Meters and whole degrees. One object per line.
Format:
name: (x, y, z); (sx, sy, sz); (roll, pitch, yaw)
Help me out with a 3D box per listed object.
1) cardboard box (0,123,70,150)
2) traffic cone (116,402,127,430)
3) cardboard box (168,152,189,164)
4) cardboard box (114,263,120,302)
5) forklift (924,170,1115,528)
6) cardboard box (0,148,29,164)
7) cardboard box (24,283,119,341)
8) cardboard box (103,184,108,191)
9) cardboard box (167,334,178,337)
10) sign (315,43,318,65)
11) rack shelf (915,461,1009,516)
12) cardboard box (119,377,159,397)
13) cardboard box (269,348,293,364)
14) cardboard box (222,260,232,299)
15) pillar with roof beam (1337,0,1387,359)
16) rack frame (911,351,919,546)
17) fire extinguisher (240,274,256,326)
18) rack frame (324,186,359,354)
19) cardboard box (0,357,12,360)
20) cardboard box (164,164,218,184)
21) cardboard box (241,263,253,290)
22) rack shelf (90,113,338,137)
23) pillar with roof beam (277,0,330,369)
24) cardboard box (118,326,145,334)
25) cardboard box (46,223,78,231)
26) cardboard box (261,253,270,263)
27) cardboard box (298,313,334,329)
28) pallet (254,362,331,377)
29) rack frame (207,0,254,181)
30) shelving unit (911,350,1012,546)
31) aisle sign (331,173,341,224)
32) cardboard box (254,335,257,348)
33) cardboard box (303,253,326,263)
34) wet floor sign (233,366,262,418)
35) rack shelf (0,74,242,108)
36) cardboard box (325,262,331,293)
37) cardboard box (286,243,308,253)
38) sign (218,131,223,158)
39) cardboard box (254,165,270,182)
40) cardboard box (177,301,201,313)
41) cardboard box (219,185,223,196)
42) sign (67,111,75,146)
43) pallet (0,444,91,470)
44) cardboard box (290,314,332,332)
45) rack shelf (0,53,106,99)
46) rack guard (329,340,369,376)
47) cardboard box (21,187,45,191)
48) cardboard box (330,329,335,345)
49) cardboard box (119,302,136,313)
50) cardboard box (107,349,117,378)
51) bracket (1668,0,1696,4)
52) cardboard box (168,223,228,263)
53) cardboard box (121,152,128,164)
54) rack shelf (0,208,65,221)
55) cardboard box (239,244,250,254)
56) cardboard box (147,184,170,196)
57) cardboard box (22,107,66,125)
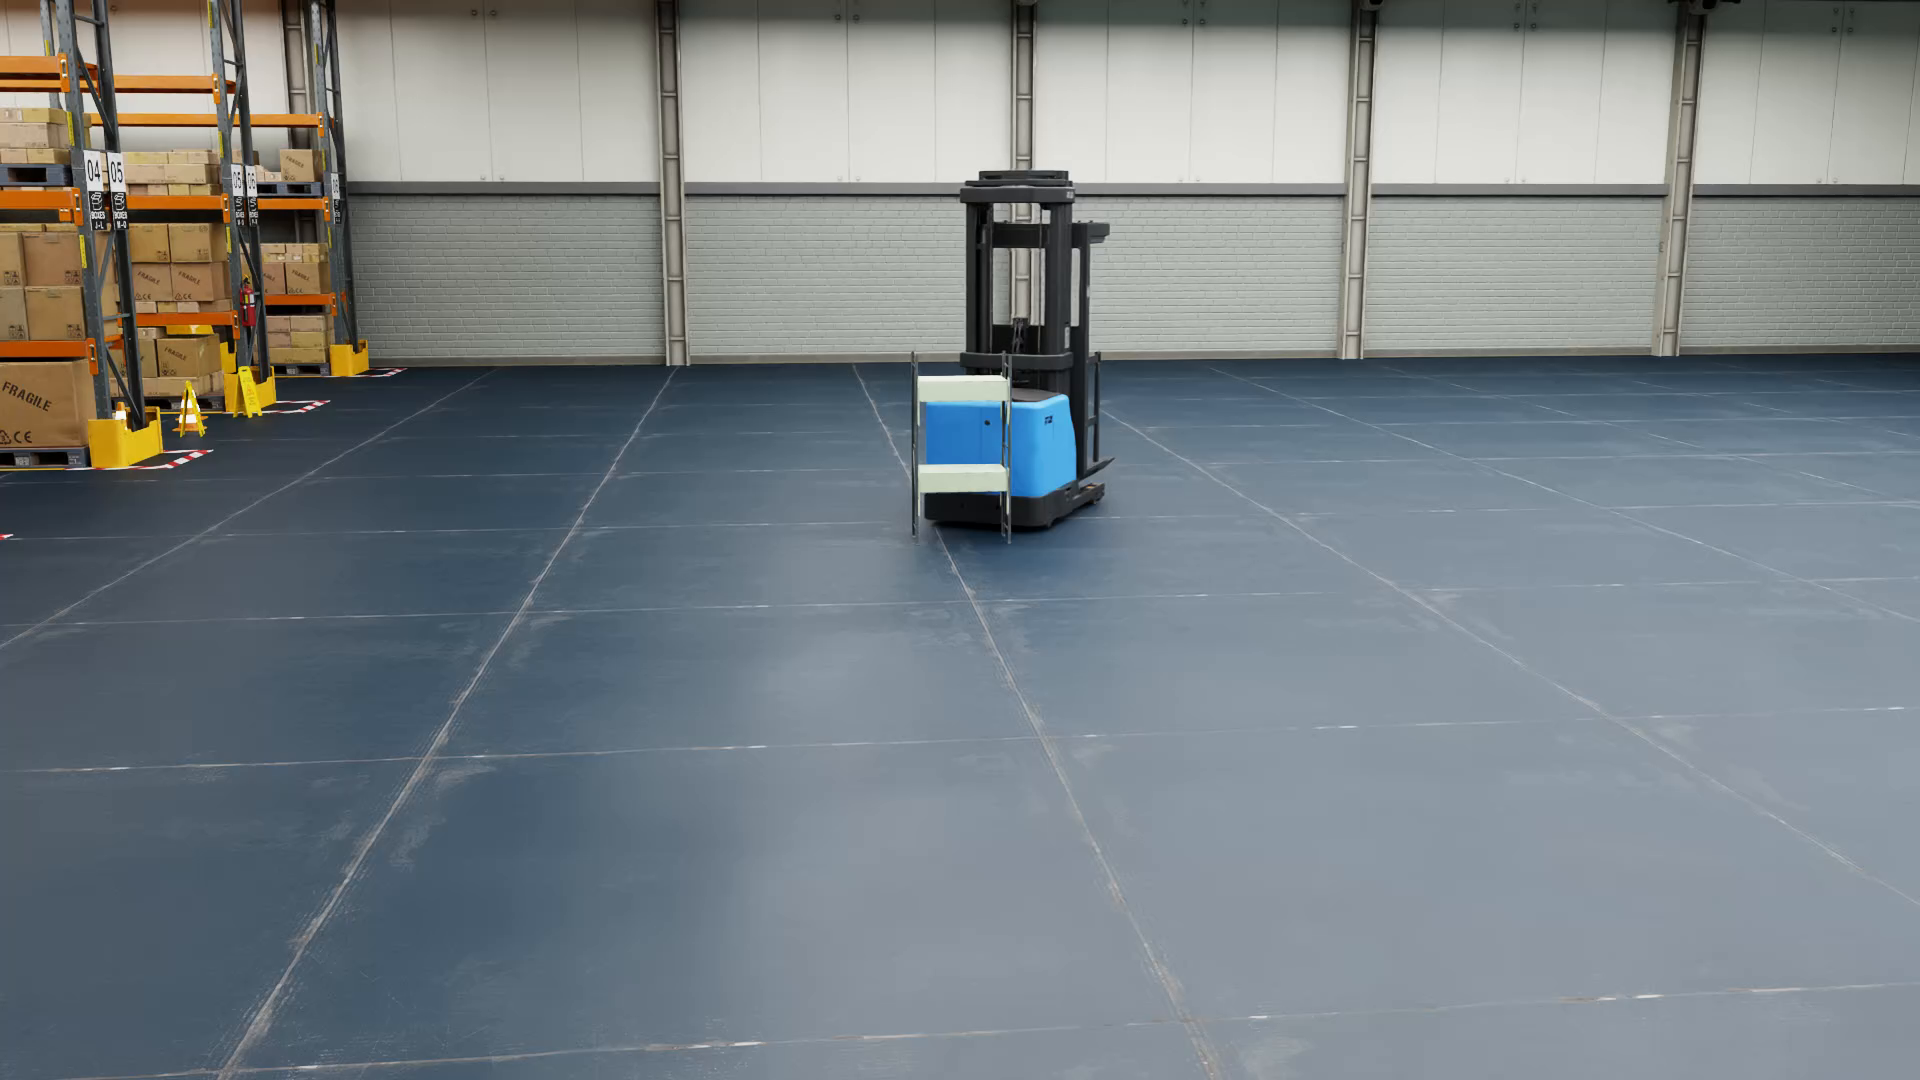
cardboard box: (-9.336, -4.061, 16.742); (0.500, 0.250, 0.500); (-1, 11, -5)
traffic cone: (-9.561, -1.342, 18.994); (0.334, 0.463, 0.336); (-1, 11, -6)
cardboard box: (-10.080, -4.951, 21.582); (0.250, 0.149, 0.380); (-1, 11, -5)
cardboard box: (-11.021, -3.384, 21.775); (0.500, 0.500, 0.500); (-1, 11, -6)
forklift: (0.682, -1.781, 14.831); (1.130, 2.935, 3.031); (4, 12, 20)
cardboard box: (-9.424, -3.852, 16.713); (0.250, 0.149, 0.380); (-1, 11, -6)
cardboard box: (-9.244, -2.382, 17.322); (0.550, 0.550, 0.875); (-1, 11, -6)
cardboard box: (-11.116, -4.539, 21.554); (0.250, 0.149, 0.380); (-2, 11, -8)
cardboard box: (-10.890, -2.521, 22.512); (0.500, 0.500, 0.500); (-2, 11, -8)
sign: (-10.010, -7.561, 25.872); (0.005, 0.325, 0.100); (-1, 11, -6)
rack shelf: (0.007, -0.416, 13.287); (0.720, 0.370, 0.431); (-1, 11, -6)
cardboard box: (-10.805, -2.052, 22.067); (0.500, 0.250, 0.500); (-1, 11, -6)
cardboard box: (-10.983, -3.002, 26.903); (0.500, 0.250, 0.500); (-1, 11, -6)
cardboard box: (-10.016, -3.511, 22.420); (0.500, 0.500, 0.500); (-1, 11, -7)
pillar with roof beam: (7.515, -6.876, 25.014); (0.548, 9.000, 9.100); (-1, 11, -6)
rack frame: (-0.357, -0.728, 13.185); (0.023, 1.500, 0.400); (-1, 11, -6)
fire extinguisher: (-9.351, -3.149, 21.808); (0.183, 0.674, 0.296); (-1, 11, -6)
rack frame: (-10.055, -4.224, 27.079); (0.127, 3.000, 1.000); (-1, 11, -6)
cardboard box: (-10.421, -1.443, 17.353); (0.875, 0.875, 0.875); (-1, 11, -7)
cardboard box: (-9.995, -4.754, 21.617); (0.500, 0.250, 0.500); (-1, 11, -7)
cardboard box: (-11.542, -4.193, 26.661); (0.500, 0.500, 0.500); (-1, 11, -7)
rack shelf: (-12.043, -6.577, 26.397); (4.000, 0.370, 1.077); (-1, 11, -6)
pillar with roof beam: (-10.379, -6.501, 23.107); (0.400, 9.000, 9.100); (-1, 11, -6)
cardboard box: (-10.891, -2.724, 21.860); (0.250, 0.149, 0.380); (-1, 11, -5)
cardboard box: (-11.510, -3.882, 21.718); (0.500, 0.500, 0.700); (-1, 11, -6)
cardboard box: (-11.132, -4.523, 26.658); (0.250, 0.149, 0.380); (-1, 11, -6)
cardboard box: (-10.553, -3.598, 27.341); (0.500, 0.250, 0.500); (-1, 11, -7)
pallet: (-10.810, -2.832, 27.226); (1.213, 0.211, 1.003); (-1, 11, -6)
rack frame: (-9.515, -6.216, 21.659); (0.127, 3.000, 1.000); (-1, 11, -6)
shelving unit: (0.007, -0.736, 13.224); (0.755, 1.500, 0.431); (-1, 11, -6)
aisle sign: (-9.958, -5.445, 26.549); (0.004, 0.787, 0.394); (-1, 11, -6)
cardboard box: (-11.516, -3.233, 26.782); (0.500, 0.250, 0.500); (-1, 11, -7)
cardboard box: (-10.369, -4.531, 26.697); (0.250, 0.149, 0.380); (-1, 11, -5)
wet floor sign: (-9.211, -1.916, 21.441); (0.232, 0.644, 0.267); (3, 11, 14)
rack shelf: (-11.503, -5.820, 21.517); (4.000, 0.370, 1.077); (-1, 11, -6)
cardboard box: (-10.577, -4.316, 27.288); (0.500, 0.500, 0.500); (-1, 11, -4)
cardboard box: (-10.630, -4.679, 26.678); (0.250, 0.149, 0.380); (-1, 11, -6)
sign: (-9.475, -5.072, 21.320); (0.005, 0.325, 0.100); (-1, 11, -6)
cardboard box: (-11.098, -5.804, 26.342); (0.258, 0.266, 0.396); (-1, 11, -6)
cardboard box: (-10.104, -3.074, 21.879); (0.250, 0.149, 0.380); (-1, 11, -7)
cardboard box: (-9.880, -4.676, 22.254); (0.250, 0.149, 0.380); (-1, 11, -6)
sign: (-8.835, -4.088, 16.522); (0.005, 0.325, 0.100); (-1, 11, -6)
pallet: (-9.666, -0.925, 17.528); (1.213, 0.211, 1.003); (-1, 11, -6)
cardboard box: (-10.479, -3.502, 26.855); (0.500, 0.250, 0.500); (-1, 11, -4)
rack shelf: (-10.868, -4.678, 16.737); (4.000, 0.370, 1.077); (-1, 11, -6)
rack guard: (-10.031, -2.998, 27.323); (0.348, 0.500, 1.175); (-1, 11, -6)
cardboard box: (-11.864, -4.507, 21.394); (0.250, 0.149, 0.380); (-1, 11, -7)
cardboard box: (-10.545, -3.356, 27.409); (0.500, 0.250, 0.500); (-1, 11, -5)
cardboard box: (-10.883, -3.083, 21.926); (0.250, 0.149, 0.380); (-1, 11, -5)
cardboard box: (-11.304, -2.410, 21.946); (0.500, 0.500, 0.500); (-1, 11, -7)
bracket: (12.641, -9.516, 29.112); (0.430, 0.232, 0.235); (-1, 11, -6)
cardboard box: (-9.999, -3.906, 21.836); (0.500, 0.500, 0.700); (-1, 11, -7)
cardboard box: (-10.833, -4.943, 21.542); (0.250, 0.149, 0.380); (-1, 11, -6)
rack shelf: (-16.020, -5.218, 26.224); (4.000, 0.370, 1.077); (-1, 11, -6)
cardboard box: (-11.390, -4.650, 26.535); (0.250, 0.149, 0.380); (-1, 11, -5)
cardboard box: (-10.351, -4.549, 21.609); (0.250, 0.149, 0.380); (-1, 11, -4)
cardboard box: (-9.178, -4.248, 16.661); (0.250, 0.149, 0.380); (-1, 11, -6)
